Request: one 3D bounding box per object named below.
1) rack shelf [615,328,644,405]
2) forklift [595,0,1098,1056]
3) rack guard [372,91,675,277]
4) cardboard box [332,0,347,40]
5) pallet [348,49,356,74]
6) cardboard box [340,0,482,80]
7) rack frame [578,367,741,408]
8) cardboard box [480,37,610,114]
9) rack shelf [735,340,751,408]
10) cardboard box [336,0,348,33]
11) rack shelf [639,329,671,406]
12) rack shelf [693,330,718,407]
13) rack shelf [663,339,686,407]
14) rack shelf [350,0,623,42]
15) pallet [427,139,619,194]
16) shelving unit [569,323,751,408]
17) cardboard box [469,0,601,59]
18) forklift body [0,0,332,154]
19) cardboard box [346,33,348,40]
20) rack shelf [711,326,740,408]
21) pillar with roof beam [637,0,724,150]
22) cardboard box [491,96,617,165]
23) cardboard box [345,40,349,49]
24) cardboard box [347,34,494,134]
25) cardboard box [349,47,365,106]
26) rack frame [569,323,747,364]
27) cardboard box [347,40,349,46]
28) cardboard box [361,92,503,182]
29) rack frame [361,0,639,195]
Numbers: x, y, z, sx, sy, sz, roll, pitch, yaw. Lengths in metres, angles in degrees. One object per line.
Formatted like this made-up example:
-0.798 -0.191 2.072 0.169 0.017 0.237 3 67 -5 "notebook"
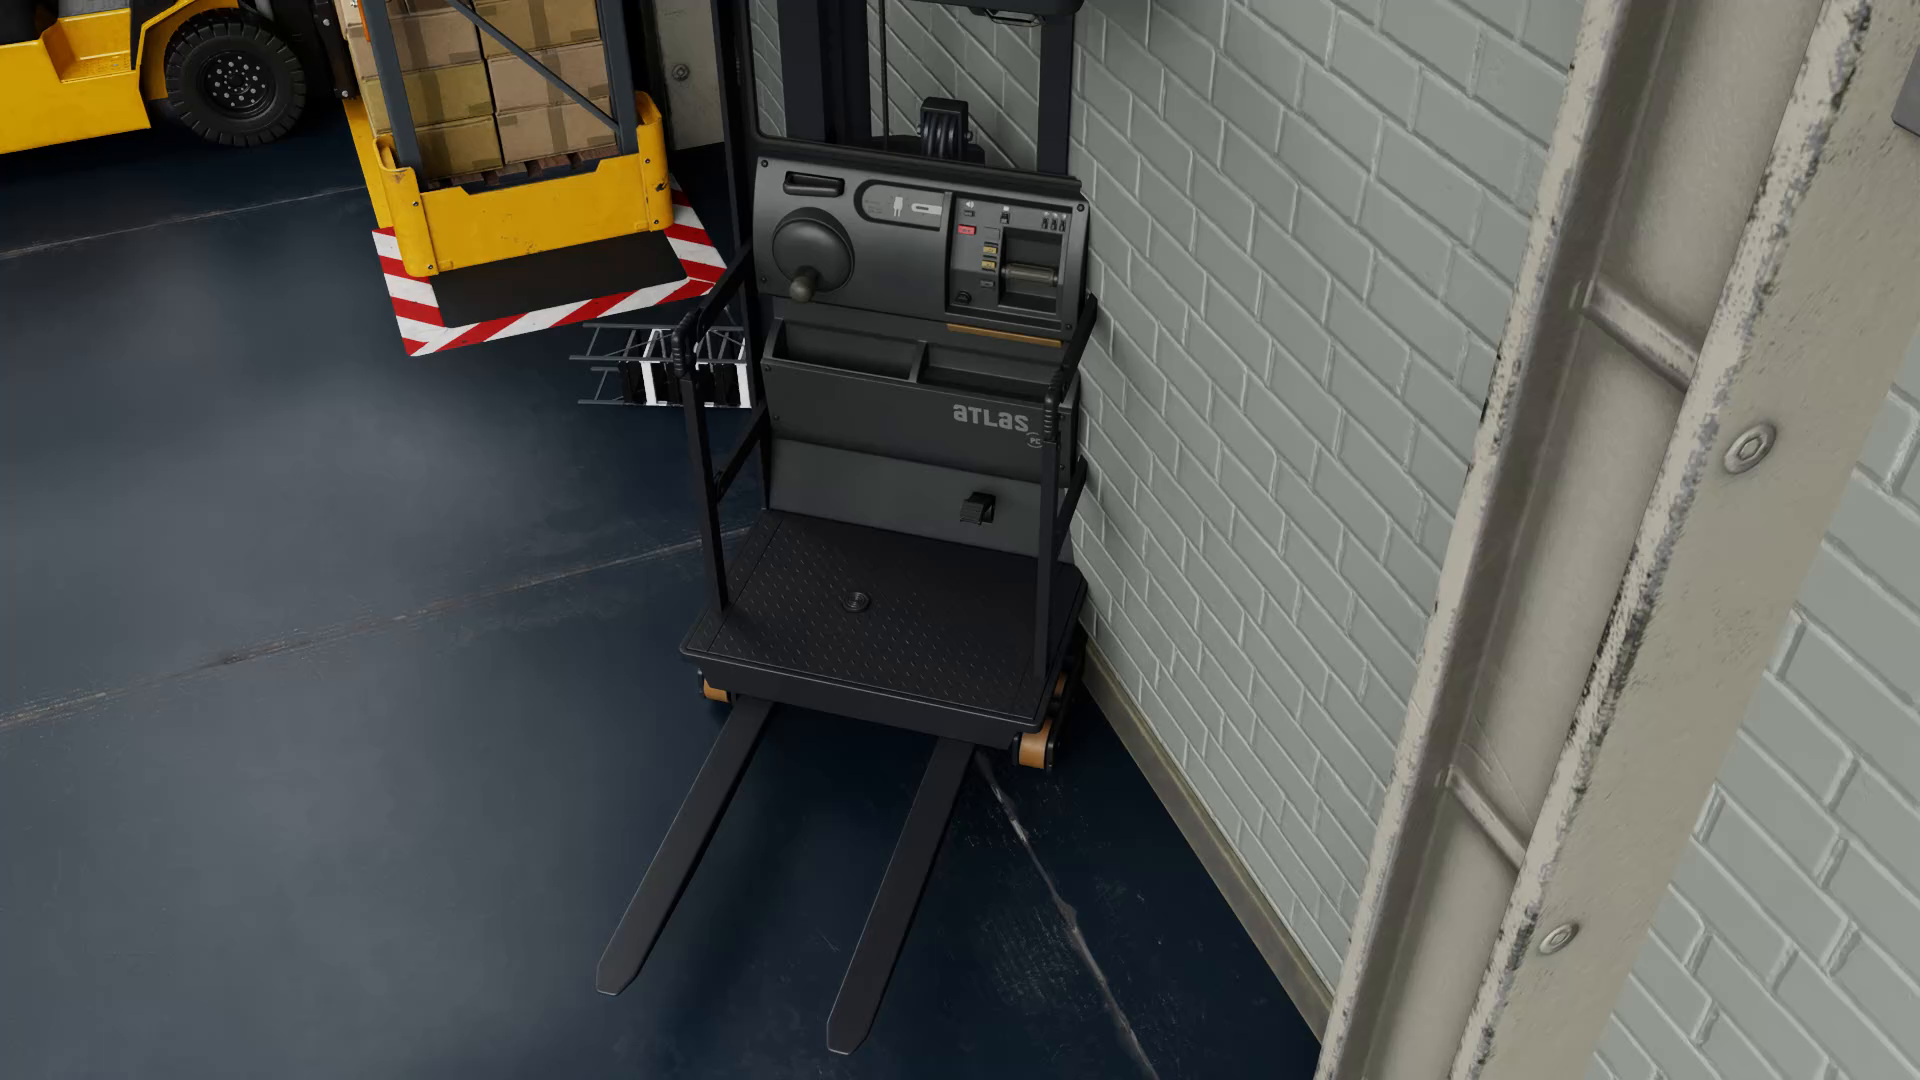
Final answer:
-1.241 -0.672 6.368 0.077 0.200 0.258 2 41 3 "rack shelf"
-0.171 -0.719 4.338 1.130 2.935 3.031 10 42 12 "forklift"
-1.855 -1.539 7.156 1.175 0.500 0.348 -15 43 -17 "rack guard"
-2.738 -2.633 7.915 0.500 0.250 0.500 -16 43 -18 "cardboard box"
-2.659 -2.628 8.644 1.003 0.211 1.213 -15 43 -17 "pallet"
-2.329 -2.196 7.023 0.500 0.250 0.500 -14 43 -15 "cardboard box"
-1.004 -0.588 6.422 0.900 0.006 0.240 2 41 3 "rack frame"
-1.852 -2.142 7.344 0.500 0.250 0.500 -14 43 -16 "cardboard box"
-0.791 -0.658 6.345 0.077 0.200 0.258 2 41 3 "rack shelf"
-2.530 -2.503 7.379 0.500 0.250 0.500 -14 43 -16 "cardboard box"
-1.151 -0.669 6.363 0.077 0.200 0.258 2 41 3 "rack shelf"
-0.971 -0.664 6.354 0.077 0.200 0.258 2 41 3 "rack shelf"
-1.061 -0.666 6.359 0.077 0.200 0.258 2 41 3 "rack shelf"
-2.630 -3.433 7.993 1.077 0.370 4.000 -15 43 -17 "rack shelf"
-2.196 -1.894 7.790 1.003 0.211 1.213 -15 43 -17 "pallet"
-1.004 -0.665 6.356 0.900 0.210 0.258 2 41 3 "shelving unit"
-1.873 -2.334 7.183 0.500 0.250 0.500 -16 43 -18 "cardboard box"
-4.276 -2.866 7.434 2.313 2.155 1.214 -15 43 -17 "forklift body"
-2.521 -2.327 7.559 0.500 0.250 0.500 -16 43 -17 "cardboard box"
-0.881 -0.661 6.350 0.077 0.200 0.258 2 41 3 "rack shelf"
-5.276 -4.346 3.902 9.100 9.000 0.400 -15 43 -17 "pillar with roof beam"
-1.872 -1.962 7.518 0.500 0.250 0.500 -15 43 -17 "cardboard box"
-2.920 -2.735 8.416 0.500 0.250 0.500 -14 43 -16 "cardboard box"
-2.340 -2.022 7.205 0.500 0.250 0.500 -16 43 -17 "cardboard box"
-2.518 -2.124 7.706 0.500 0.250 0.500 -15 43 -17 "cardboard box"
-1.005 -0.742 6.290 0.900 0.006 0.240 2 41 3 "rack frame"
-2.701 -2.427 8.059 0.500 0.250 0.500 -15 43 -16 "cardboard box"
-2.336 -1.822 7.355 0.500 0.250 0.500 -15 43 -17 "cardboard box"
-1.864 -2.501 6.358 1.000 3.000 0.127 -15 43 -17 "rack frame"
